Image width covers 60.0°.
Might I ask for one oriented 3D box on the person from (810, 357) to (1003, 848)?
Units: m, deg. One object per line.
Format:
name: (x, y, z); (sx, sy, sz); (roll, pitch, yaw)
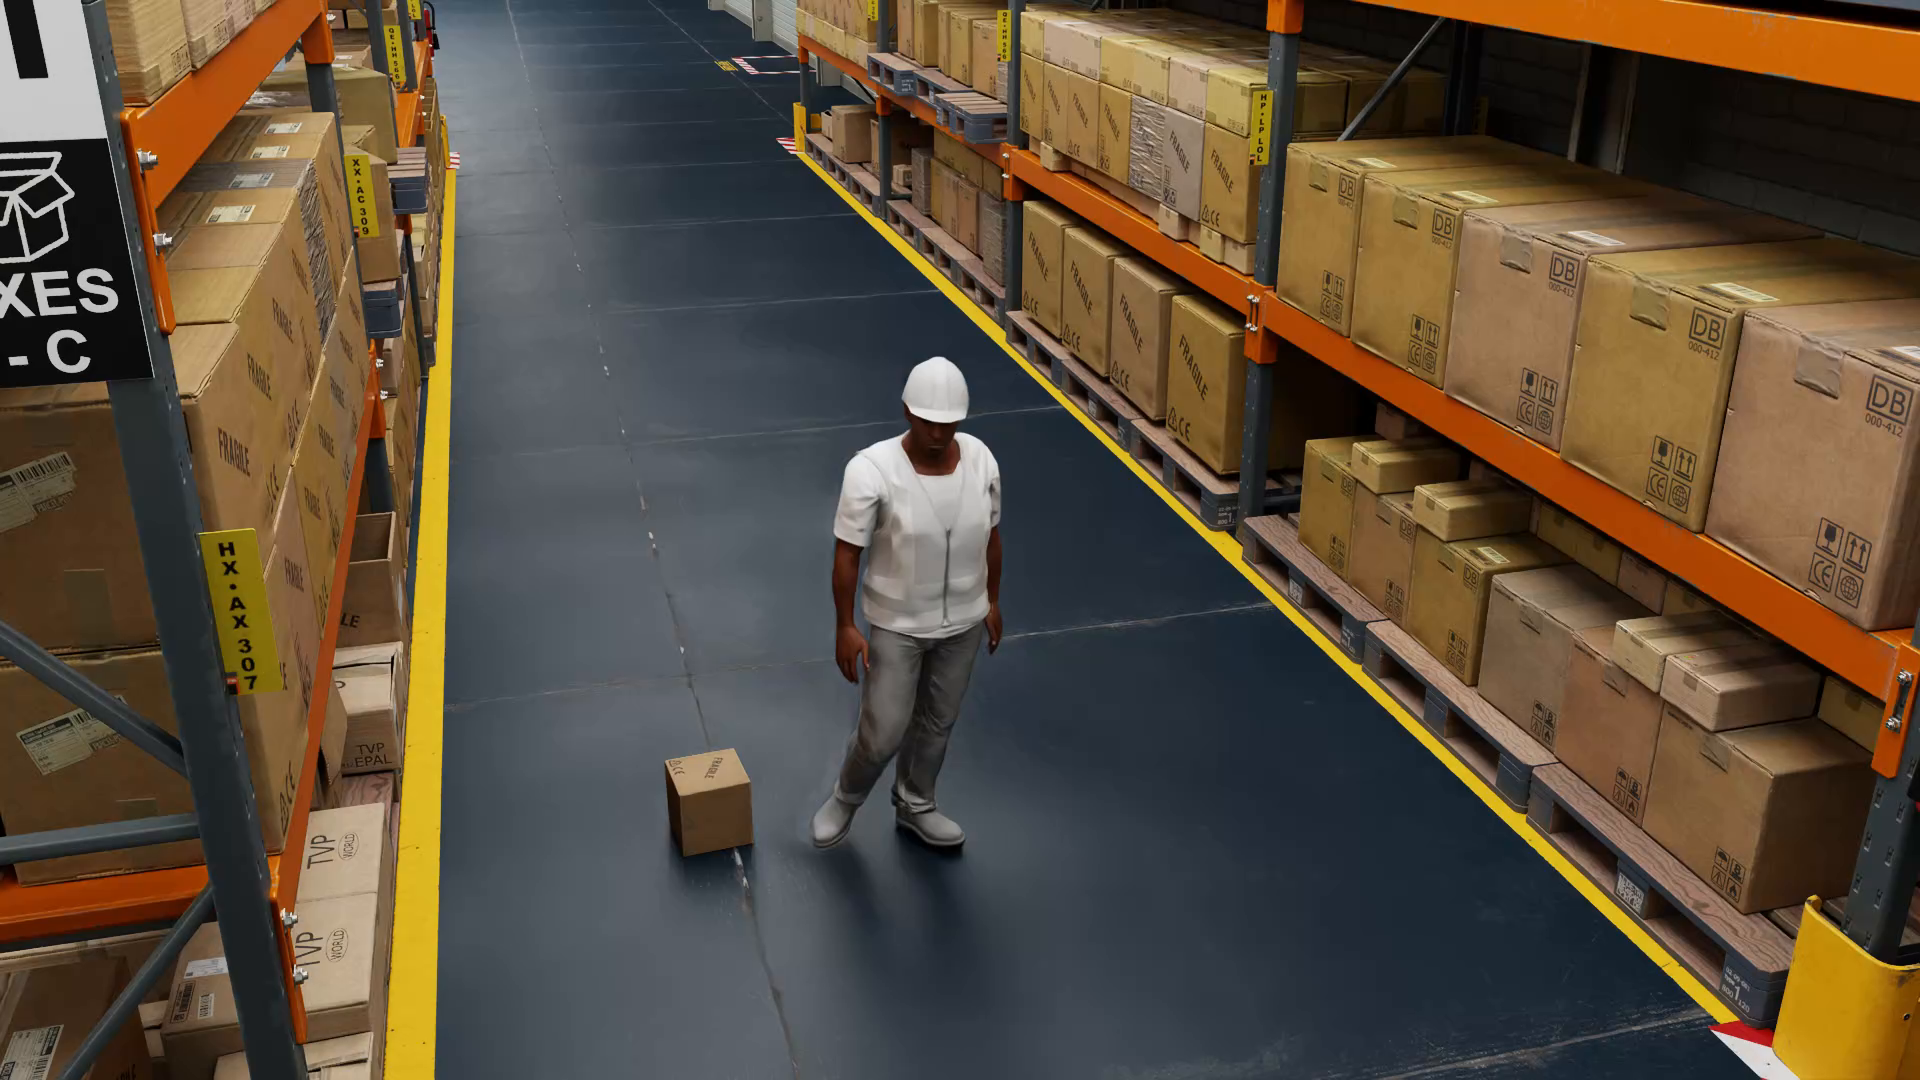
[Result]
person: (-0.167, 0.240, 5.441); (0.685, 1.755, 0.497); (-11, 25, -25)
